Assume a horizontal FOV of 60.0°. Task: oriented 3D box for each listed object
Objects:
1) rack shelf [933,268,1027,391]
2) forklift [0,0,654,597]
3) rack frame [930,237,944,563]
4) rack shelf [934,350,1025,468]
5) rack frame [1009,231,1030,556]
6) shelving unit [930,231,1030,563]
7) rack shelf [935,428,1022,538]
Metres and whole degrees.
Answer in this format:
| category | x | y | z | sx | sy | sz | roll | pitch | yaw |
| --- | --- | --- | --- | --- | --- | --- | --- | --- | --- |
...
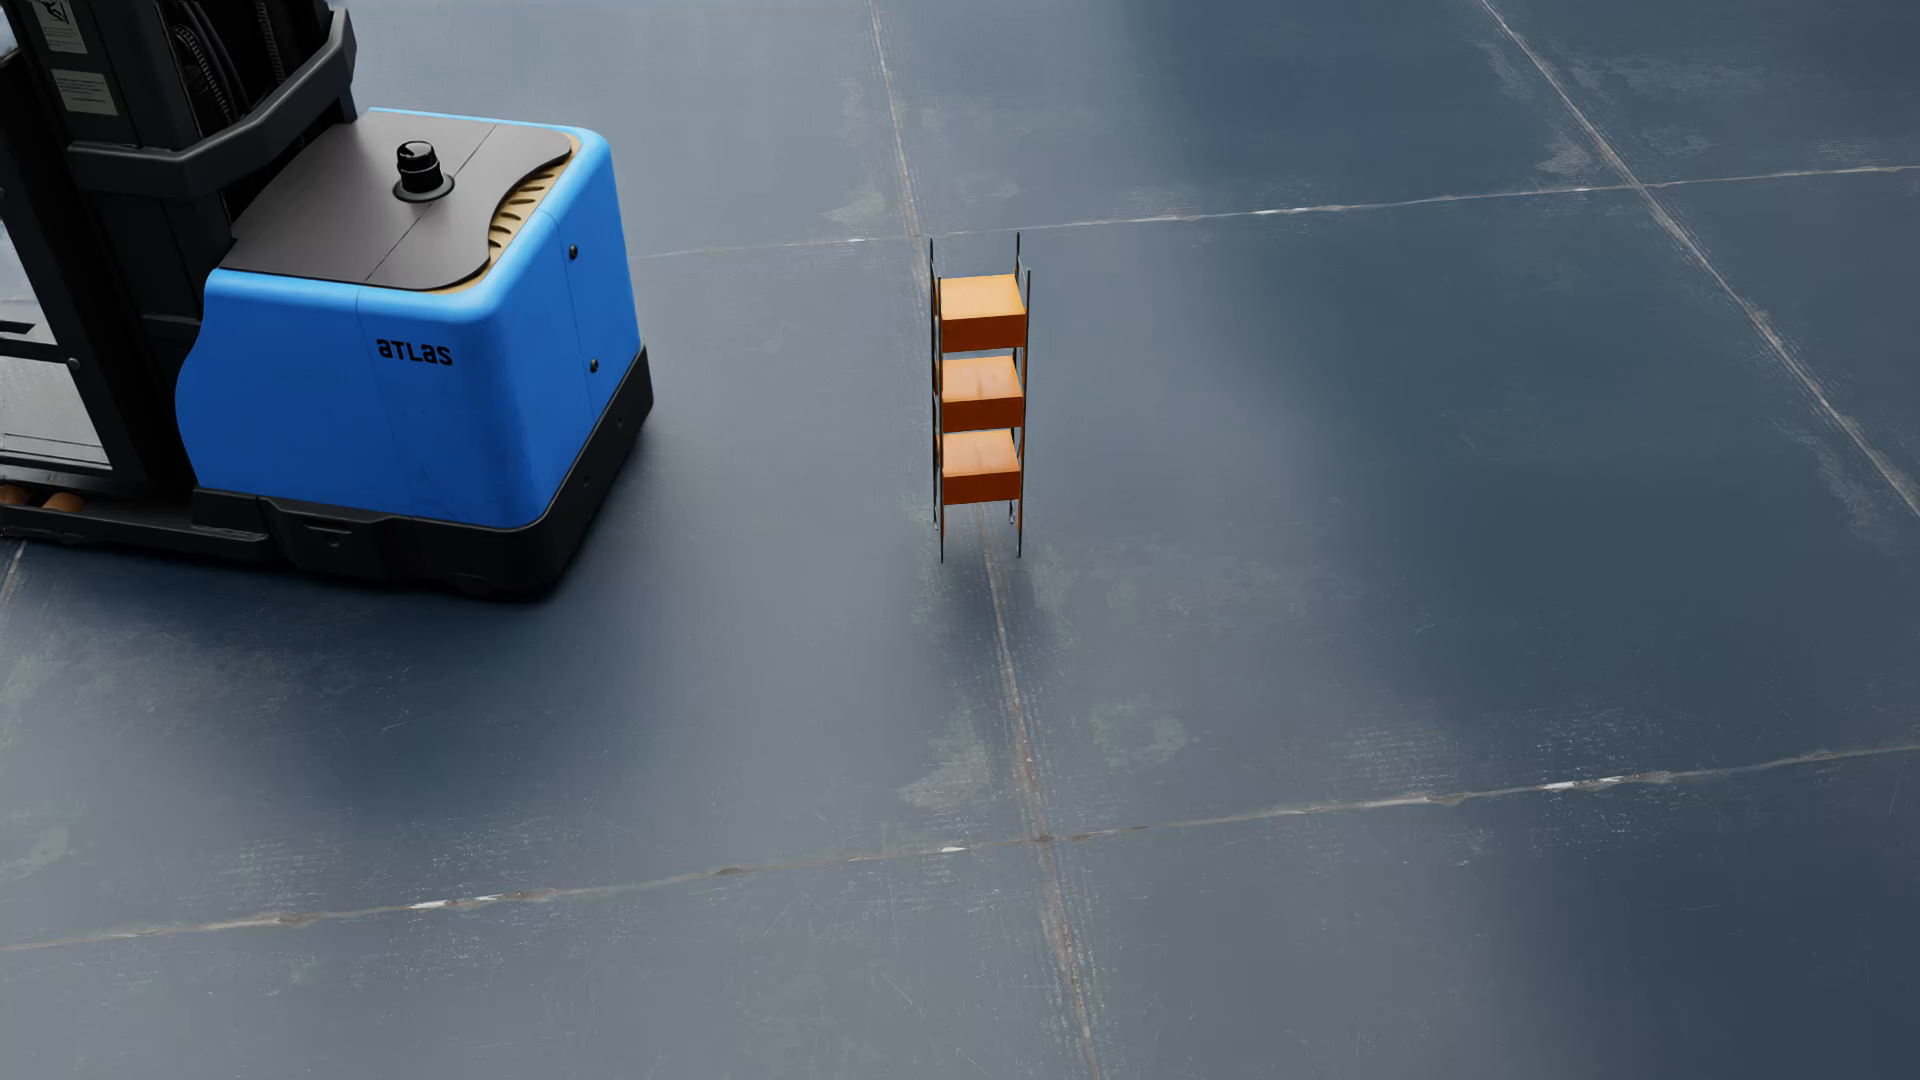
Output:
| category | x | y | z | sx | sy | sz | roll | pitch | yaw |
| --- | --- | --- | --- | --- | --- | --- | --- | --- | --- |
| rack shelf | 0.053 | -0.597 | 4.721 | 0.240 | 0.259 | 0.215 | -5 | 42 | -6 |
| forklift | -2.612 | -1.411 | 4.626 | 3.031 | 2.935 | 1.130 | 8 | 43 | 8 |
| rack frame | -0.068 | -0.384 | 4.892 | 0.008 | 1.050 | 0.200 | -5 | 42 | -6 |
| rack shelf | 0.053 | -0.387 | 4.911 | 0.240 | 0.259 | 0.215 | -5 | 42 | -6 |
| rack frame | 0.174 | -0.405 | 4.915 | 0.008 | 1.050 | 0.200 | -5 | 42 | -6 |
| shelving unit | 0.053 | -0.394 | 4.904 | 0.252 | 1.050 | 0.215 | -5 | 42 | -6 |
| rack shelf | 0.053 | -0.180 | 5.097 | 0.240 | 0.259 | 0.215 | -5 | 42 | -6 |
